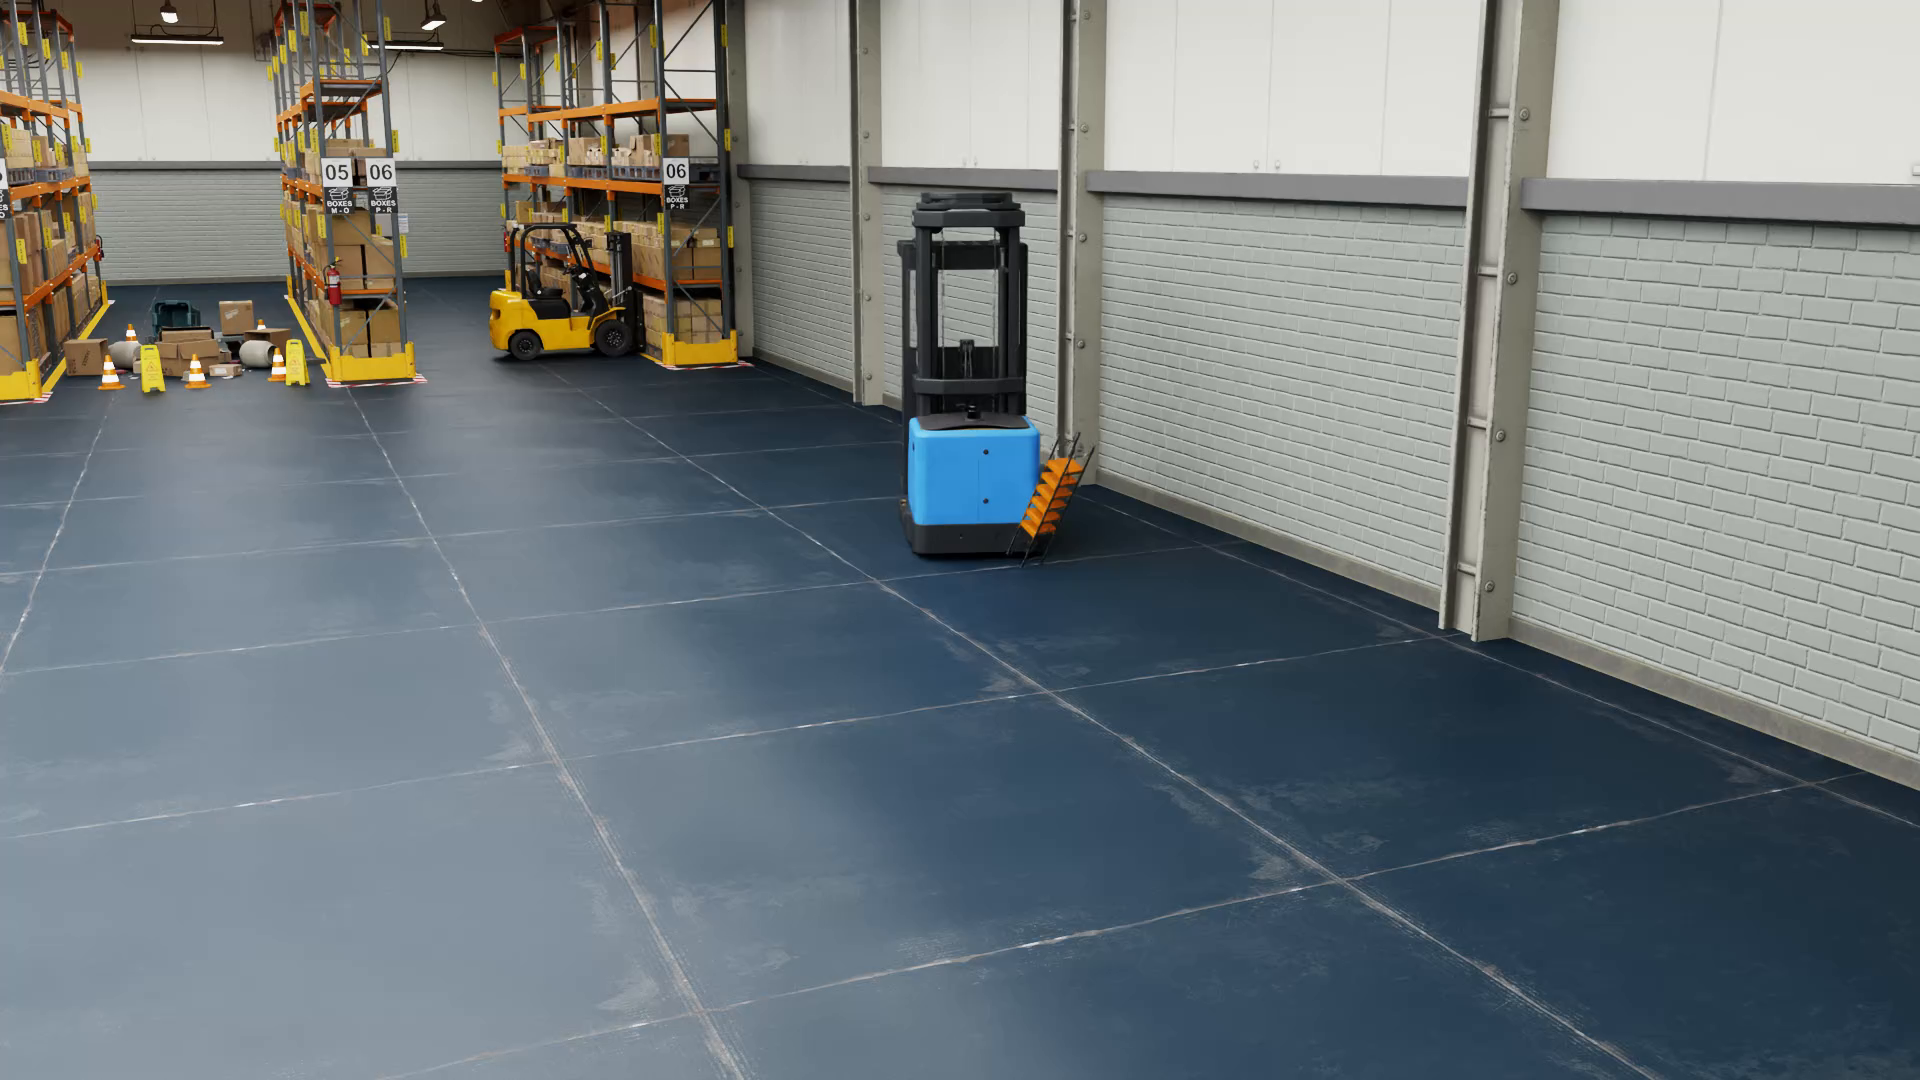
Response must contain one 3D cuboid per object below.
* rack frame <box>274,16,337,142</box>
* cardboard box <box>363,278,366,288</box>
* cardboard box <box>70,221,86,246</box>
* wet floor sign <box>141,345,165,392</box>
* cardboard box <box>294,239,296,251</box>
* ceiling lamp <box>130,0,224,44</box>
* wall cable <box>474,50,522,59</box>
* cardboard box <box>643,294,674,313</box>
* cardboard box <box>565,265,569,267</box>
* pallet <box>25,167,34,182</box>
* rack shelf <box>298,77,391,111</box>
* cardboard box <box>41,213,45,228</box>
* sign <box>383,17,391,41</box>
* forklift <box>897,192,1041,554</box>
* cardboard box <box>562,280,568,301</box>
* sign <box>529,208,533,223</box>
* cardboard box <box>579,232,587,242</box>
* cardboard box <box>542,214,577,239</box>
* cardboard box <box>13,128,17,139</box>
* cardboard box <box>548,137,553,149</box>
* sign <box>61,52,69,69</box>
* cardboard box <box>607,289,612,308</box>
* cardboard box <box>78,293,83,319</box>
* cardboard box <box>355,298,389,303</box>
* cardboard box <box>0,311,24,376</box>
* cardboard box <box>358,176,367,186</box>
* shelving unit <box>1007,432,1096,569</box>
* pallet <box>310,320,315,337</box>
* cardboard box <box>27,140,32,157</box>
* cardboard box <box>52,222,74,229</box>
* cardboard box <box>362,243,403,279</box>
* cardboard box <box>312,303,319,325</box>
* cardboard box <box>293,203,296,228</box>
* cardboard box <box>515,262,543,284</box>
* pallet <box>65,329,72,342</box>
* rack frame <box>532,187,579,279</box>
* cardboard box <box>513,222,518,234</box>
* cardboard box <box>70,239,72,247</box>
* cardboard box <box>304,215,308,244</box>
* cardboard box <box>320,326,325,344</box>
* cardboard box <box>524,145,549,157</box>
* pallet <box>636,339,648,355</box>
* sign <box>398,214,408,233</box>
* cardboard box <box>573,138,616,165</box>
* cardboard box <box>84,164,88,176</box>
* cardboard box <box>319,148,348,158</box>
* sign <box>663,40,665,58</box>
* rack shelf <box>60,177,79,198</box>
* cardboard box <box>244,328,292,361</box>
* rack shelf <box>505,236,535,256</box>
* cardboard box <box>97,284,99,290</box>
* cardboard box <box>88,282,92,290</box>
[{"bbox_3d":[-13.523,-9.267,34.451,1.000,3.000,0.127,-6,14,-23],"label":"rack frame"},{"bbox_3d":[-8.777,-3.882,25.048,0.380,0.149,0.250,-5,14,-22],"label":"cardboard box"},{"bbox_3d":[-17.986,-6.195,33.601,0.500,0.500,0.500,-6,14,-24],"label":"cardboard box"},{"bbox_3d":[-11.386,-2.422,23.406,0.267,0.644,0.232,-9,16,-33],"label":"wet floor sign"},{"bbox_3d":[-13.589,-6.156,34.649,0.500,0.250,0.500,-6,14,-24],"label":"cardboard box"},{"bbox_3d":[-18.422,-13.272,38.813,2.000,3.185,0.800,-6,14,-23],"label":"ceiling lamp"},{"bbox_3d":[-11.667,-14.533,44.873,2.988,3.039,0.133,-6,14,-23],"label":"wall cable"},{"bbox_3d":[-5.061,-3.941,27.695,0.500,0.250,0.500,-5,14,-22],"label":"cardboard box"},{"bbox_3d":[-8.565,-6.046,37.013,0.380,0.149,0.250,-6,14,-25],"label":"cardboard box"},{"bbox_3d":[-14.496,-5.471,24.901,1.003,0.211,1.213,-6,14,-23],"label":"pallet"},{"bbox_3d":[-9.518,-6.848,25.606,1.077,0.370,4.000,-6,14,-23],"label":"rack shelf"},{"bbox_3d":[-15.629,-5.176,27.642,0.700,0.500,0.500,-6,14,-24],"label":"cardboard box"},{"bbox_3d":[-8.219,-7.330,23.836,0.100,0.325,0.005,-6,14,-23],"label":"sign"},{"bbox_3d":[0.018,-1.595,14.762,1.130,2.935,3.031,-1,13,-5],"label":"forklift"},{"bbox_3d":[-7.932,-5.126,34.476,0.500,0.500,0.500,-6,14,-24],"label":"cardboard box"},{"bbox_3d":[-9.471,-7.164,36.752,0.100,0.325,0.005,-6,14,-23],"label":"sign"},{"bbox_3d":[-7.028,-5.810,32.045,0.500,0.250,0.500,-6,14,-24],"label":"cardboard box"},{"bbox_3d":[-8.466,-6.657,35.327,0.700,0.500,0.500,-6,14,-23],"label":"cardboard box"},{"bbox_3d":[-13.562,-5.738,23.492,0.380,0.149,0.250,-6,14,-24],"label":"cardboard box"},{"bbox_3d":[-8.792,-8.675,36.373,0.396,0.266,0.258,-6,14,-24],"label":"cardboard box"},{"bbox_3d":[-17.512,-9.382,32.528,0.100,0.325,0.005,-6,14,-23],"label":"sign"},{"bbox_3d":[-5.992,-4.295,30.608,0.875,0.625,0.625,-5,14,-20],"label":"cardboard box"},{"bbox_3d":[-16.880,-4.415,31.404,0.500,0.500,0.500,-6,14,-24],"label":"cardboard box"},{"bbox_3d":[-9.631,-3.718,27.287,0.500,0.500,0.500,-5,14,-22],"label":"cardboard box"},{"bbox_3d":[-13.544,-2.700,23.165,0.875,0.875,0.875,-6,14,-23],"label":"cardboard box"},{"bbox_3d":[-8.739,-5.348,24.728,0.380,0.149,0.250,-6,14,-25],"label":"cardboard box"},{"bbox_3d":[0.714,-0.306,13.159,0.258,1.200,0.189,-11,46,-40],"label":"shelving unit"},{"bbox_3d":[-11.609,-3.997,31.173,1.003,0.211,1.213,-6,14,-23],"label":"pallet"},{"bbox_3d":[-14.381,-5.931,25.211,0.500,0.250,0.500,-6,14,-24],"label":"cardboard box"},{"bbox_3d":[-17.679,-6.183,32.737,0.380,0.149,0.250,-5,14,-20],"label":"cardboard box"},{"bbox_3d":[-8.652,-4.181,24.902,0.500,0.500,0.500,-6,14,-24],"label":"cardboard box"},{"bbox_3d":[-11.401,-4.172,30.642,0.950,0.372,0.625,-6,14,-24],"label":"cardboard box"},{"bbox_3d":[-13.183,-6.556,33.606,0.500,0.500,0.500,-6,14,-24],"label":"cardboard box"},{"bbox_3d":[-10.421,-6.473,40.290,0.797,0.503,0.637,-6,14,-25],"label":"cardboard box"},{"bbox_3d":[-16.169,-3.521,29.116,1.003,0.211,1.213,-6,14,-23],"label":"pallet"},{"bbox_3d":[-8.977,-6.793,37.068,1.000,3.000,0.127,-6,14,-23],"label":"rack frame"},{"bbox_3d":[-10.236,-7.365,39.211,0.500,0.250,0.500,-6,14,-24],"label":"cardboard box"},{"bbox_3d":[-17.259,-5.680,31.884,0.380,0.149,0.250,-6,14,-25],"label":"cardboard box"},{"bbox_3d":[-11.738,-5.695,30.510,0.500,0.500,0.500,-5,14,-20],"label":"cardboard box"},{"bbox_3d":[-10.330,-3.410,27.617,0.500,0.250,0.500,-6,14,-26],"label":"cardboard box"},{"bbox_3d":[-9.400,-8.652,37.013,0.500,0.250,0.500,-6,14,-23],"label":"cardboard box"},{"bbox_3d":[-5.000,-3.361,28.424,1.003,0.211,1.213,-6,14,-23],"label":"pallet"},{"bbox_3d":[-15.053,-8.534,44.800,0.329,0.494,0.001,-6,14,-23],"label":"sign"},{"bbox_3d":[-7.014,-7.463,31.936,0.700,0.500,0.500,-6,14,-24],"label":"cardboard box"},{"bbox_3d":[-18.985,-7.916,35.599,0.500,0.250,0.500,-6,14,-23],"label":"cardboard box"},{"bbox_3d":[-9.123,-5.635,24.202,0.380,0.149,0.250,-5,14,-22],"label":"cardboard box"},{"bbox_3d":[-5.254,-8.640,29.322,0.100,0.325,0.005,-6,14,-23],"label":"sign"},{"bbox_3d":[-17.217,-6.574,31.063,1.077,0.370,4.000,-6,14,-23],"label":"rack shelf"},{"bbox_3d":[-11.136,-3.130,26.780,0.500,0.500,0.500,4,14,16],"label":"cardboard box"},{"bbox_3d":[-9.778,-6.856,38.934,1.077,0.370,4.000,-6,14,-23],"label":"rack shelf"},{"bbox_3d":[-19.148,-5.580,36.557,0.380,0.149,0.250,-6,14,-24],"label":"cardboard box"},{"bbox_3d":[-18.322,-5.293,34.659,0.380,0.149,0.250,-5,14,-22],"label":"cardboard box"}]
